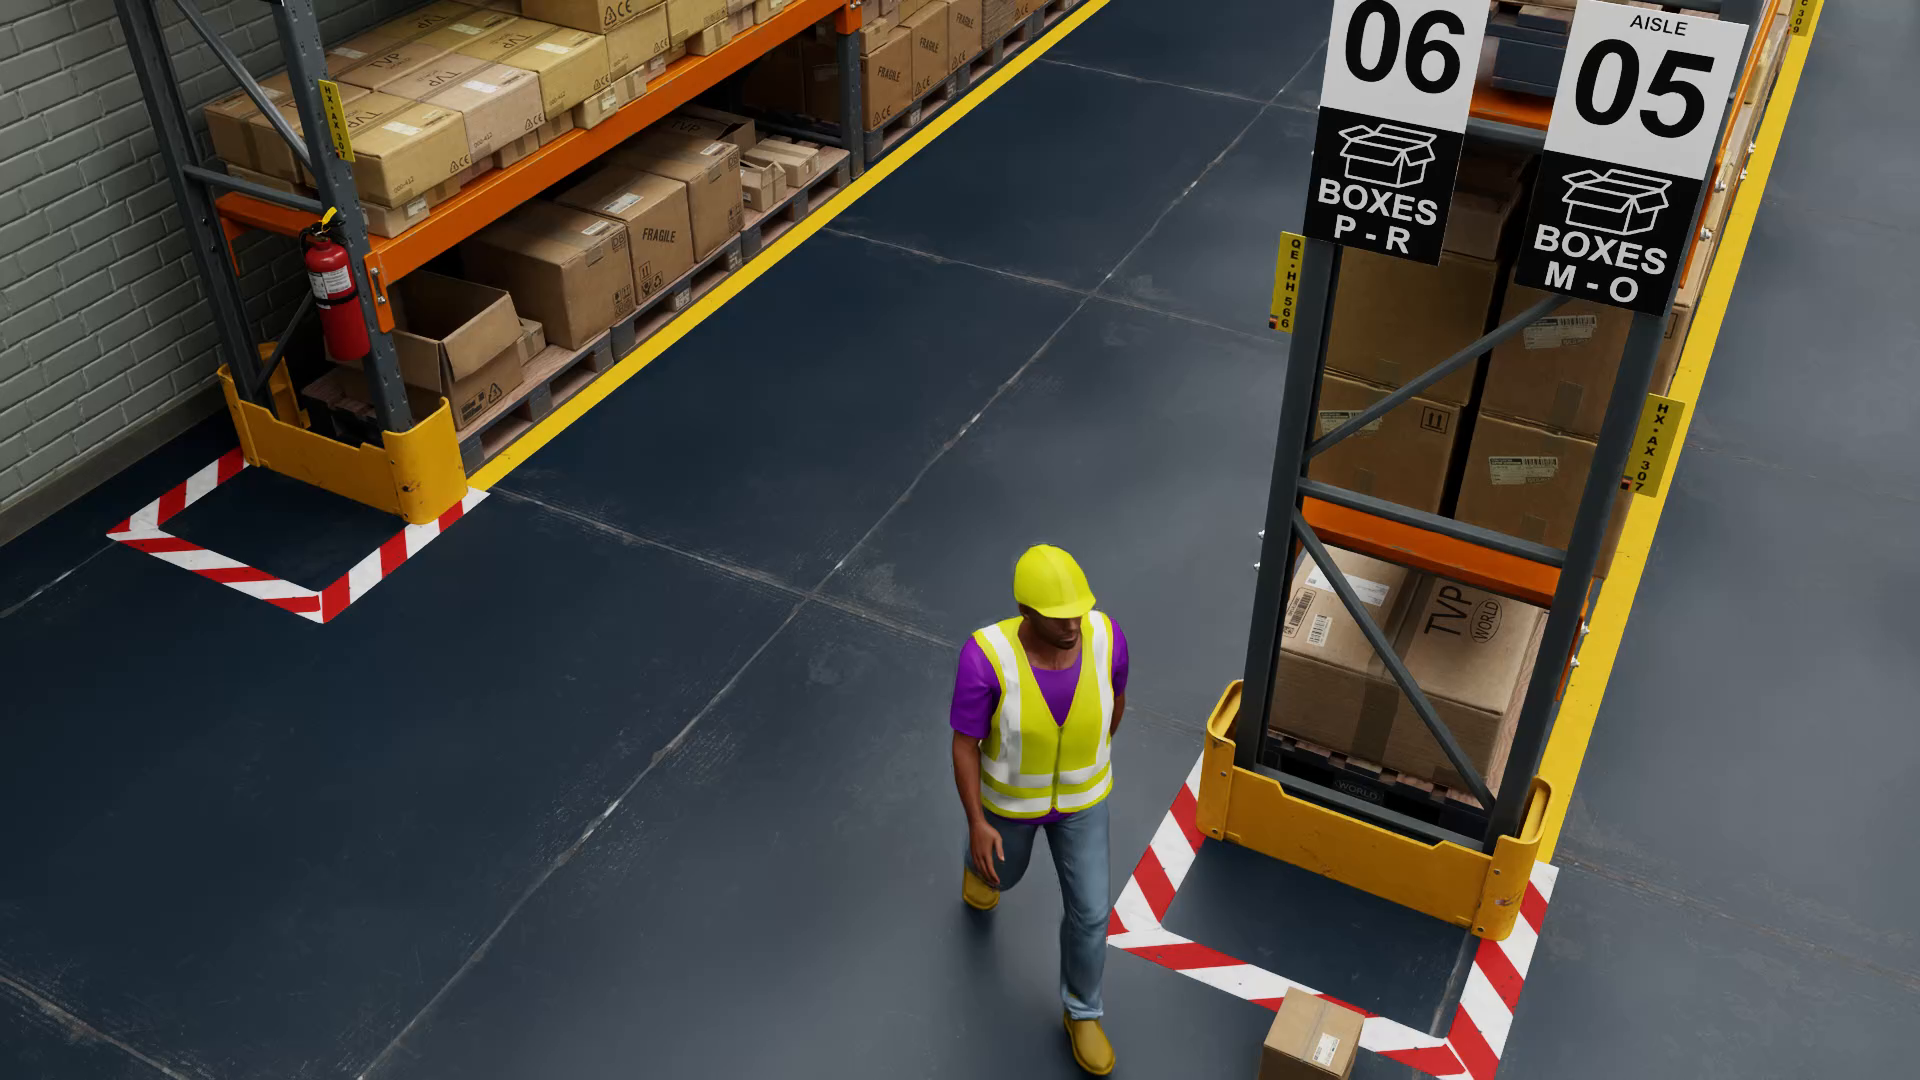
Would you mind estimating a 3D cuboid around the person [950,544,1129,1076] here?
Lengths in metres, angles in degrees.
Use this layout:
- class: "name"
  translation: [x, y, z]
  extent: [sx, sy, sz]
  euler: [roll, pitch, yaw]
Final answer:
- class: "person"
  translation: [0.261, 0.779, 5.137]
  extent: [0.580, 1.725, 0.985]
  euler: [-7, 38, -8]
